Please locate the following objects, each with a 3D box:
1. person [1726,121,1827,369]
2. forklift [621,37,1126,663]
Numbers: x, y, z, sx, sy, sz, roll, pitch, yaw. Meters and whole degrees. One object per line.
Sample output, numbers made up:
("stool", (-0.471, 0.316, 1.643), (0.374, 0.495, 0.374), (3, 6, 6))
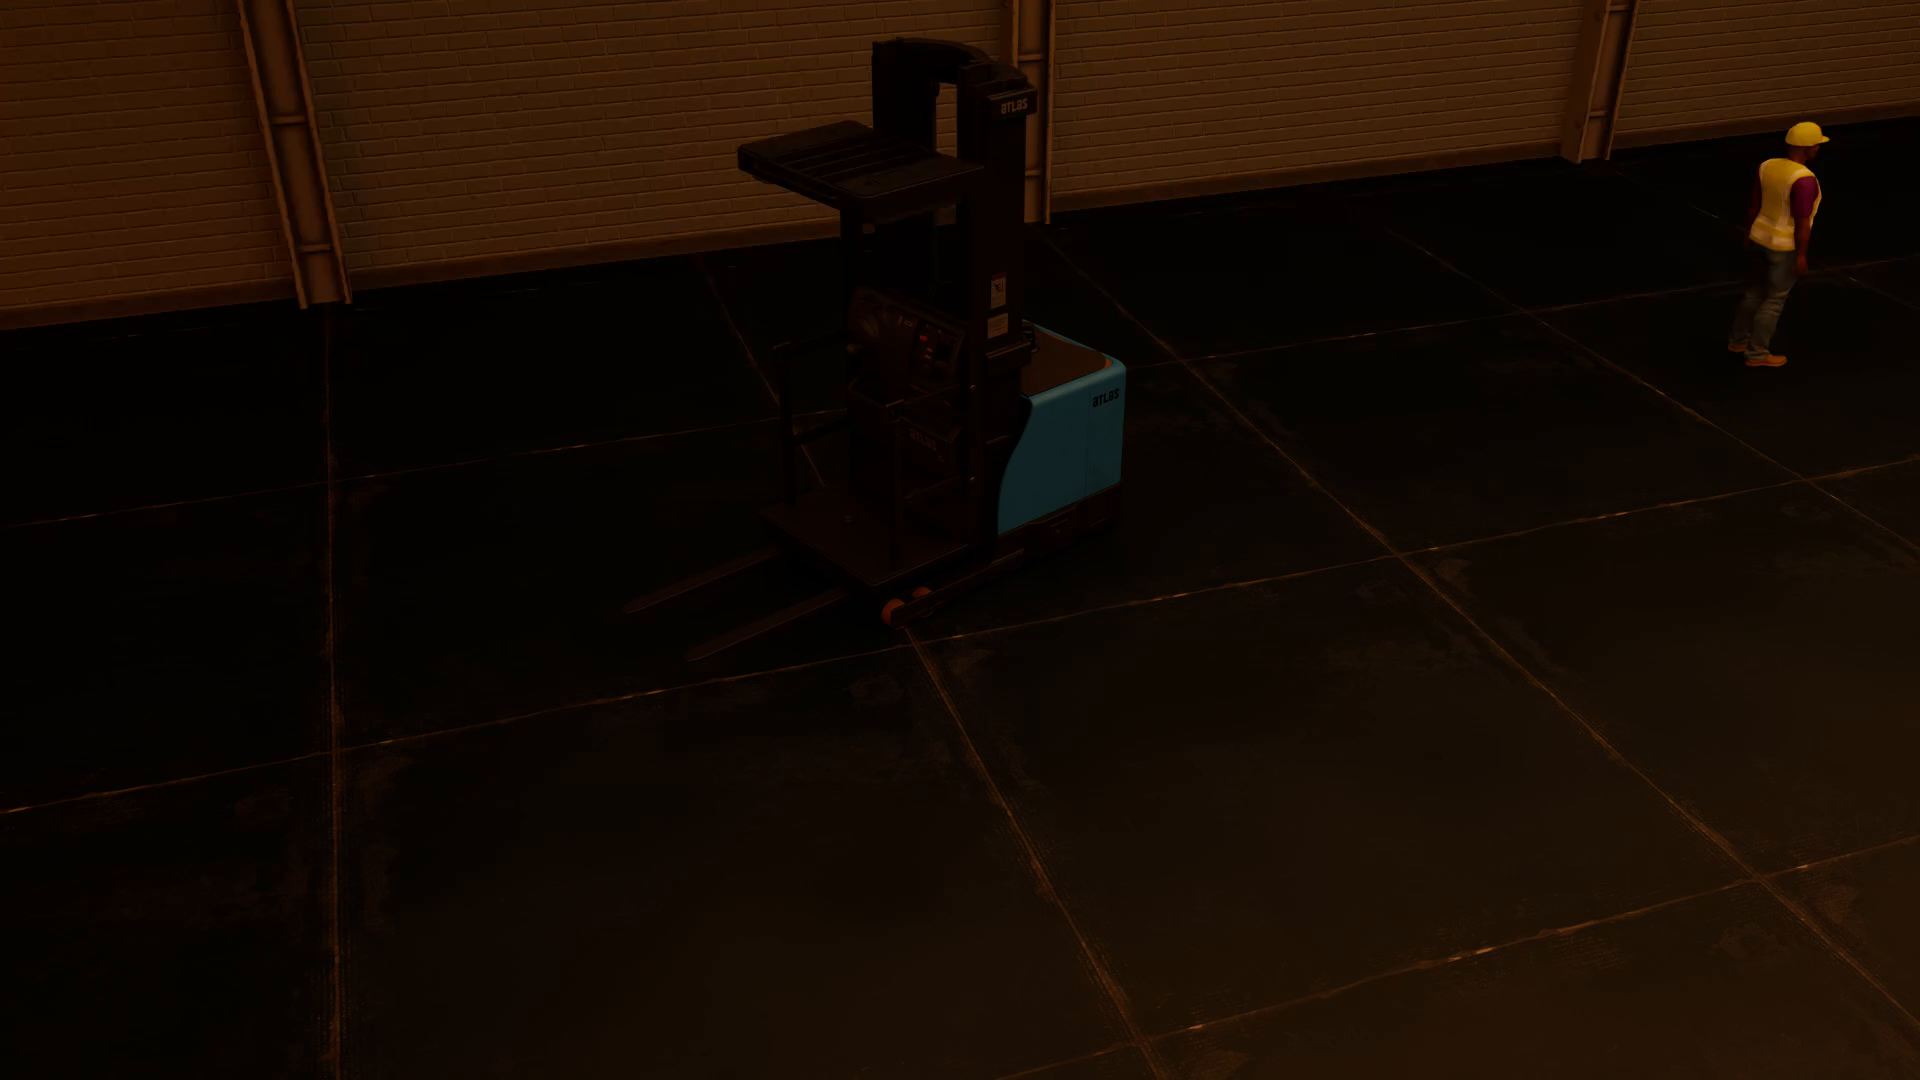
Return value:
("person", (5.886, -2.132, 11.961), (0.373, 1.771, 0.553), (-7, 31, -12))
("forklift", (-0.461, -1.072, 8.951), (3.031, 2.935, 1.130), (-23, 37, -34))
